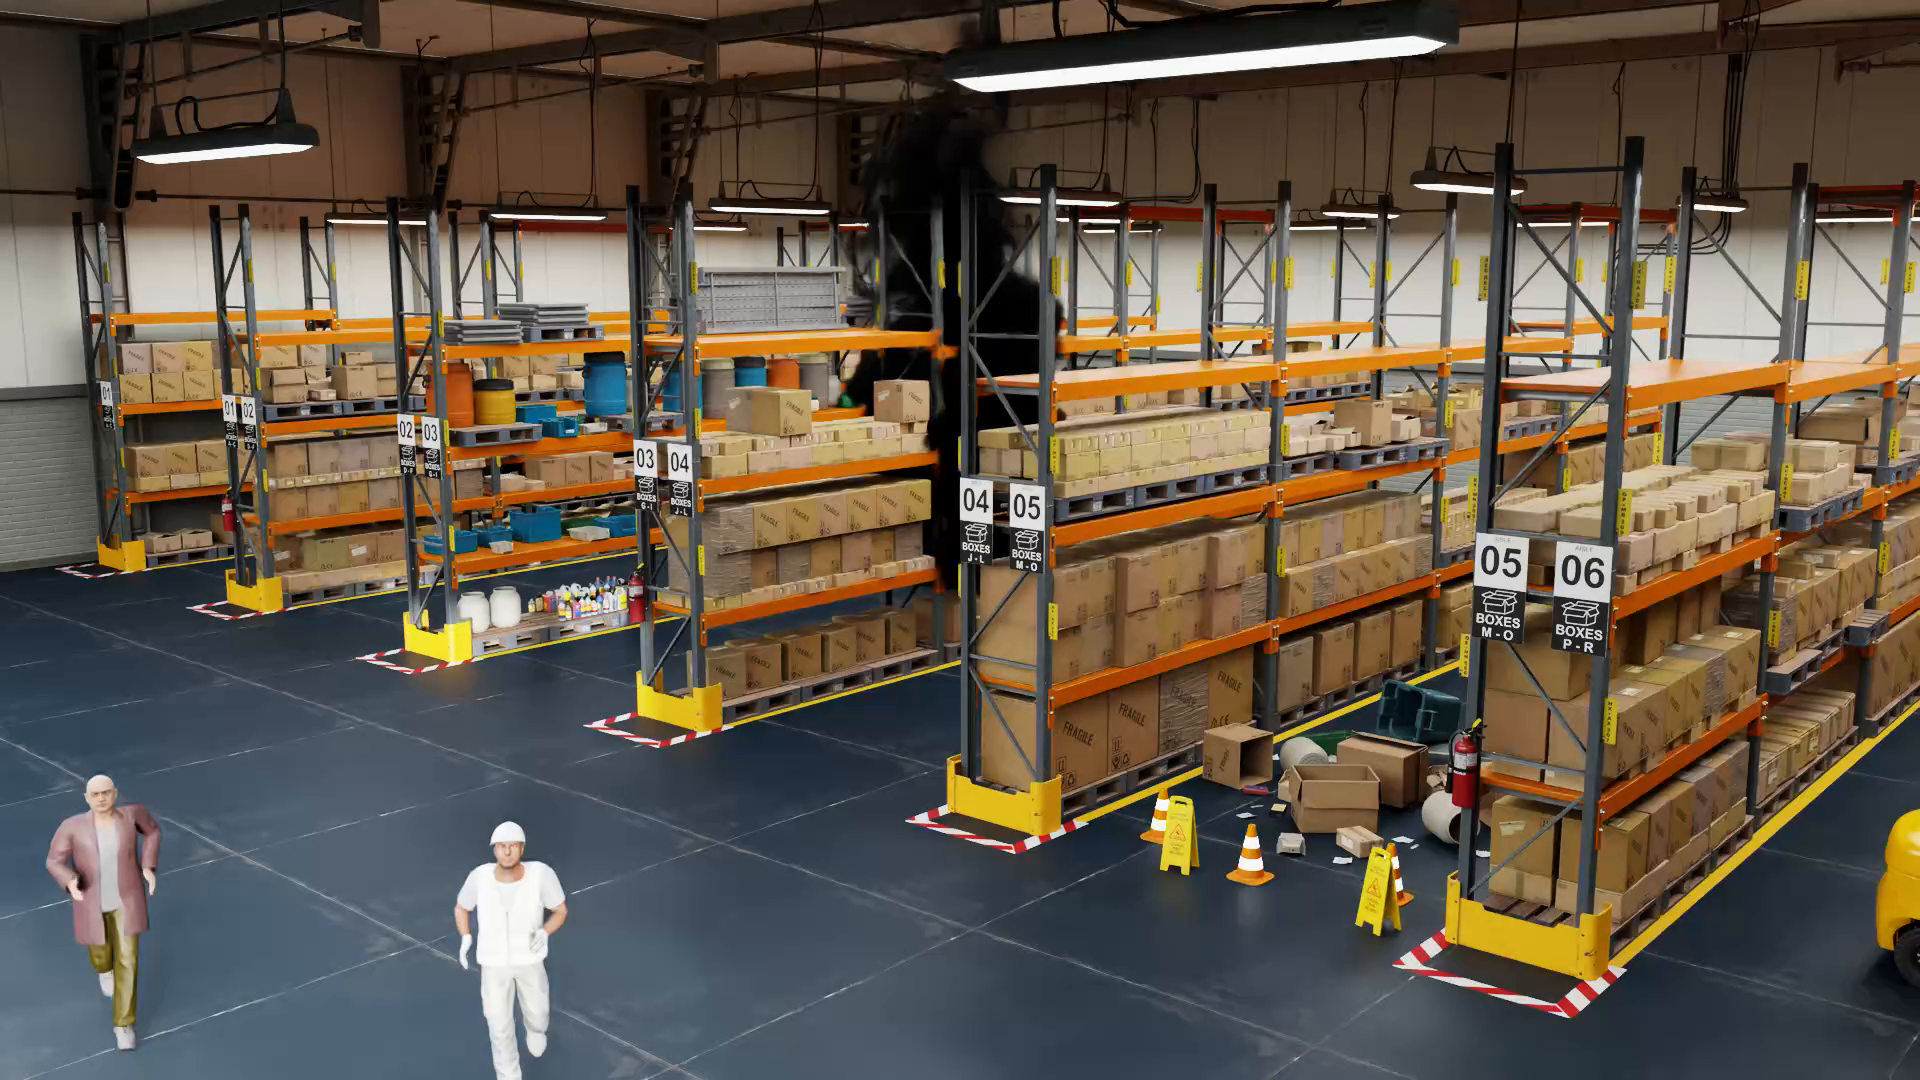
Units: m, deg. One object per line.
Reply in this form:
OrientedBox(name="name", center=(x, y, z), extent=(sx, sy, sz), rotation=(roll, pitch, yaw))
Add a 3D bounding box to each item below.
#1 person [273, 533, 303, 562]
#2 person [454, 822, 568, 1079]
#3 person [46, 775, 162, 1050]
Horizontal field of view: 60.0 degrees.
OrientedBox(name="person", center=(-11.134, -0.206, 27.222), extent=(0.581, 1.697, 0.894), rotation=(7, 12, 35))
OrientedBox(name="person", center=(-2.797, 2.607, 10.387), extent=(0.694, 1.747, 0.804), rotation=(-2, 10, -11))
OrientedBox(name="person", center=(-5.762, 2.447, 11.268), extent=(0.711, 1.771, 1.011), rotation=(-5, 11, -28))
